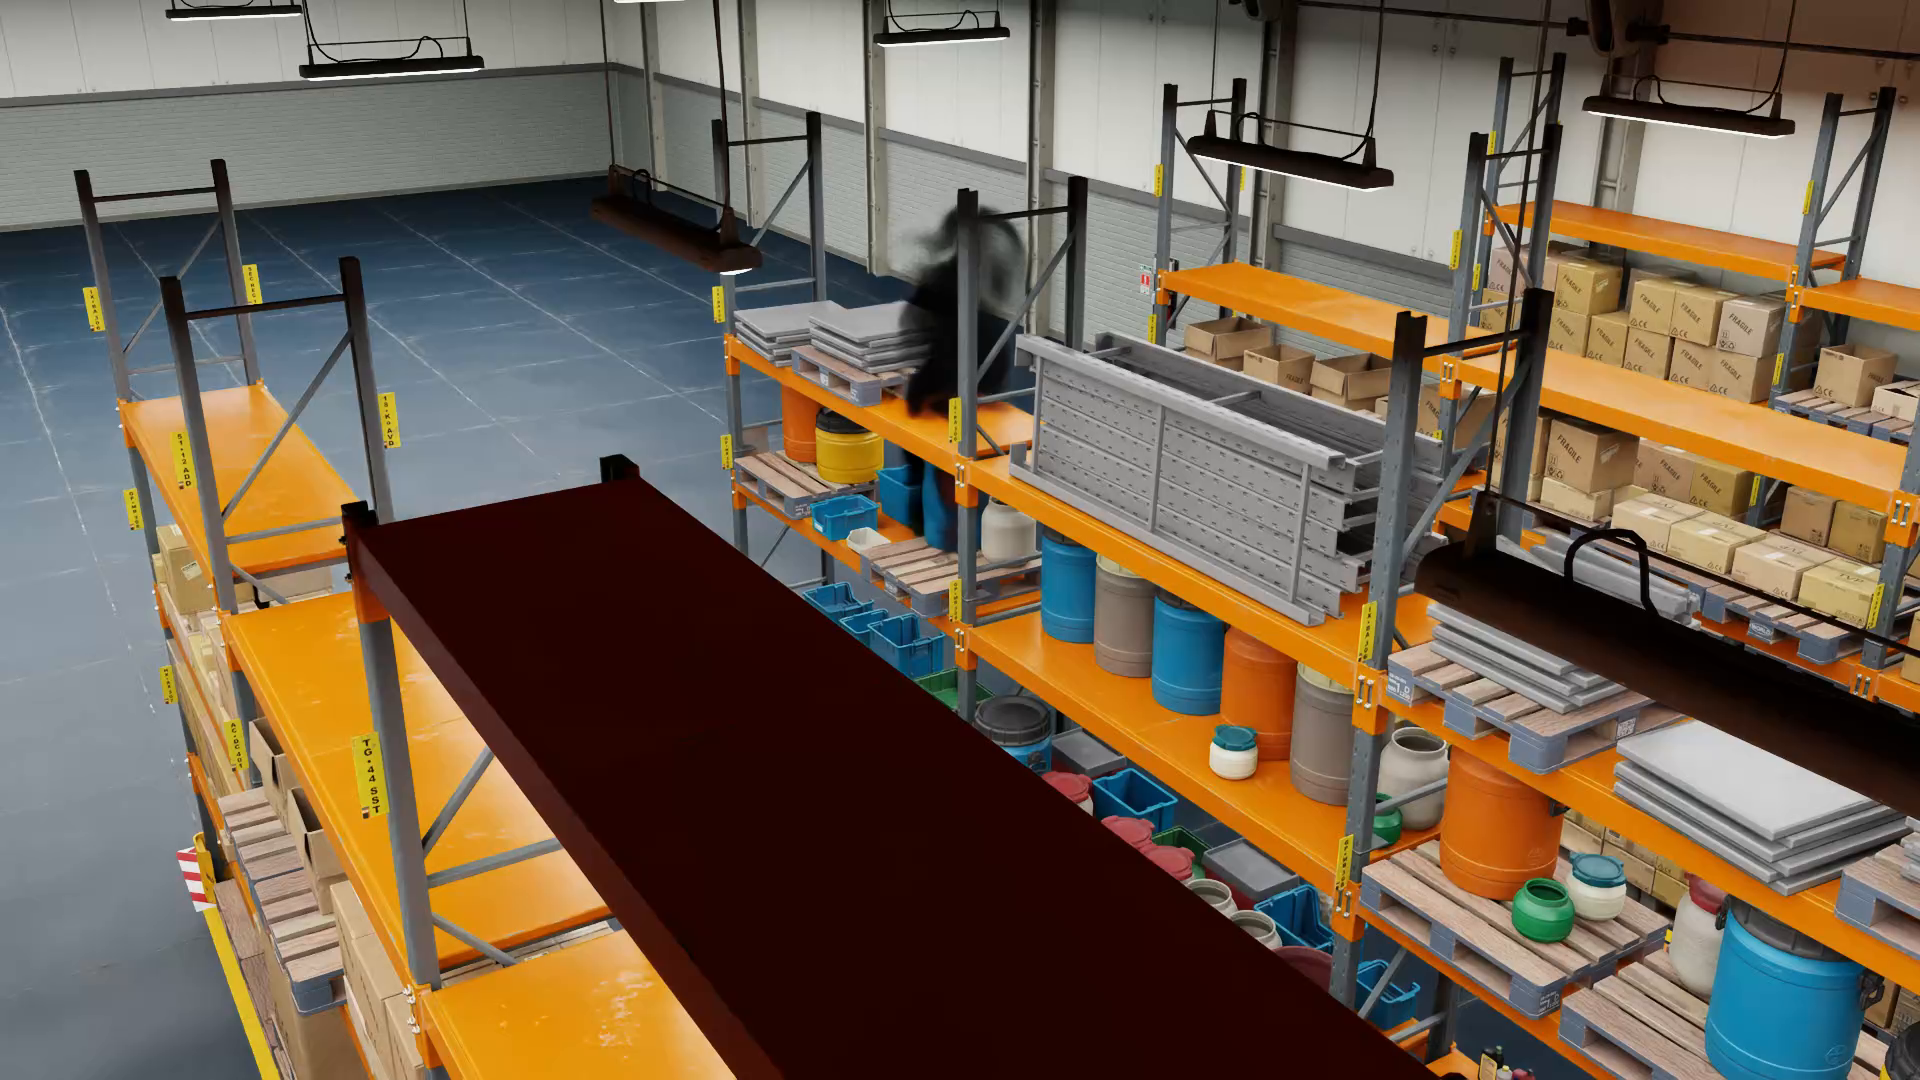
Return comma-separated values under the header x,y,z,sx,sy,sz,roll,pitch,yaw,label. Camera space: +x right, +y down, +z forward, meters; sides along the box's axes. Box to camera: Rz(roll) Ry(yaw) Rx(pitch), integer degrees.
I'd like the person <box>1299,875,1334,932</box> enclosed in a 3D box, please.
x,y,z,sx,sy,sz,roll,pitch,yaw,label
2.620,2.210,12.852,0.707,1.772,0.909,-16,27,-35,person
